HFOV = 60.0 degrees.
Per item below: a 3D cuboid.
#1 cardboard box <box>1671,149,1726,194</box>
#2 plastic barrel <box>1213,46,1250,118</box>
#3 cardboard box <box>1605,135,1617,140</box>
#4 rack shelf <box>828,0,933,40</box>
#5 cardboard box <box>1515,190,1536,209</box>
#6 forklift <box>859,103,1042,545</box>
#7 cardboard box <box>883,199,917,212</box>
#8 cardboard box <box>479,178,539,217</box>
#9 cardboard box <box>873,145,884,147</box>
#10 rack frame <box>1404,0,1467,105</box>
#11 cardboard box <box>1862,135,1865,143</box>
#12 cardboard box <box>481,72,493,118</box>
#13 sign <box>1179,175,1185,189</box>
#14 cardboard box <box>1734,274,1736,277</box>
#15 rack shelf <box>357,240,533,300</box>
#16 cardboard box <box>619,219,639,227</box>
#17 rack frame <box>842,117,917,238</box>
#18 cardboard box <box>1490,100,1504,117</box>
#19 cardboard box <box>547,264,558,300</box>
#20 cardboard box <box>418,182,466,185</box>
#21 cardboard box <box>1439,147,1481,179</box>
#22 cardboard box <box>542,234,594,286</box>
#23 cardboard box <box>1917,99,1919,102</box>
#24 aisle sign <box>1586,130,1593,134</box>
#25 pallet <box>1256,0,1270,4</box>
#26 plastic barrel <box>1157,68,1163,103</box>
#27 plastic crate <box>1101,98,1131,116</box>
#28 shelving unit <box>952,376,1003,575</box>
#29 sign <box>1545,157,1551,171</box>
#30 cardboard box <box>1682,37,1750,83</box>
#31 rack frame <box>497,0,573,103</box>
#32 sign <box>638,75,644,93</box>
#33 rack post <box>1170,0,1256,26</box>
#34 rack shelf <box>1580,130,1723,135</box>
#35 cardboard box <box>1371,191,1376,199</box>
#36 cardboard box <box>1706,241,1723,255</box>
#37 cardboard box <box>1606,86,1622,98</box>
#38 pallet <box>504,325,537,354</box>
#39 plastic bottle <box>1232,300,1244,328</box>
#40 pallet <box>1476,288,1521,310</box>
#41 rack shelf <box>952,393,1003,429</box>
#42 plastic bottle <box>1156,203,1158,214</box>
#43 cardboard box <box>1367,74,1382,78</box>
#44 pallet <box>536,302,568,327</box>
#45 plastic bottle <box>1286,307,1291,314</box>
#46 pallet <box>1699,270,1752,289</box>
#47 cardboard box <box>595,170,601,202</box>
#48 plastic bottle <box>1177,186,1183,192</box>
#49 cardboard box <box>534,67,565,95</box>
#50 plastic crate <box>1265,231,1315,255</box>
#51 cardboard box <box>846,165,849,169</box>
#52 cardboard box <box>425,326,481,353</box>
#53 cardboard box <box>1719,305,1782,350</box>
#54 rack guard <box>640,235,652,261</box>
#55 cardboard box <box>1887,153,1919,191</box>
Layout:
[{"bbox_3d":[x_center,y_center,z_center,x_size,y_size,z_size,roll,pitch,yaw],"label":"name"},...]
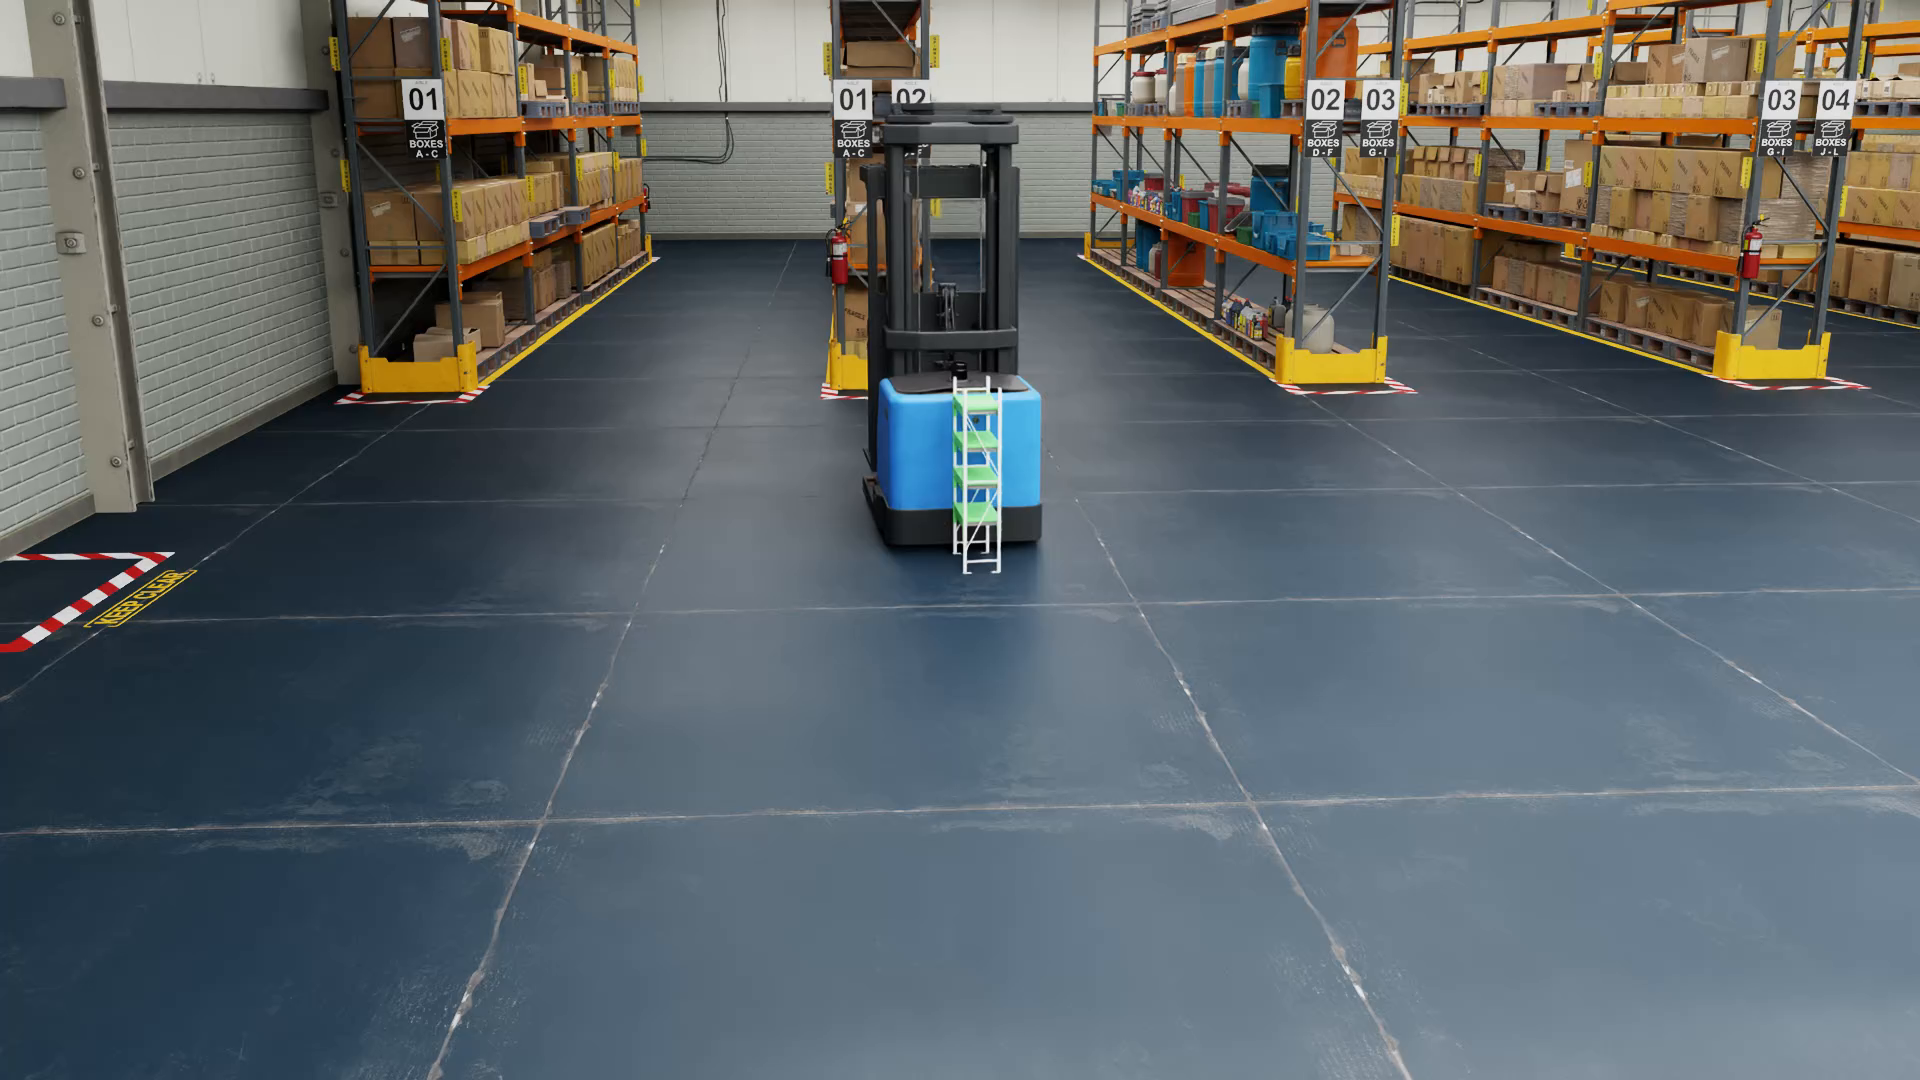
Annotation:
[{"bbox_3d":[8.726,-4.326,19.515,0.500,0.500,0.500,-1,14,-3],"label":"cardboard box"},{"bbox_3d":[3.633,-6.004,21.818,0.600,0.901,0.708,-1,14,-3],"label":"plastic barrel"},{"bbox_3d":[12.848,-7.604,32.256,0.500,0.500,0.500,-1,14,-5],"label":"cardboard box"},{"bbox_3d":[-0.939,-5.976,18.940,1.077,0.370,4.000,-1,14,-3],"label":"rack shelf"},{"bbox_3d":[8.451,-4.967,24.271,0.500,0.250,0.500,-1,14,-5],"label":"cardboard box"},{"bbox_3d":[-0.153,-1.703,12.262,1.130,2.935,3.031,-2,15,-7],"label":"forklift"},{"bbox_3d":[-0.644,-3.645,18.169,0.380,0.149,0.250,-1,14,-5],"label":"cardboard box"},{"bbox_3d":[-6.032,-4.561,22.148,0.700,0.500,0.500,1,14,2],"label":"cardboard box"},{"bbox_3d":[-1.307,-6.754,29.550,0.500,0.500,0.500,-1,14,-2],"label":"cardboard box"},{"bbox_3d":[8.328,-9.157,29.058,1.000,3.000,0.127,-1,14,-3],"label":"rack frame"},{"bbox_3d":[17.783,-7.831,32.434,0.380,0.149,0.250,-1,14,-3],"label":"cardboard box"},{"bbox_3d":[-5.619,-5.032,18.804,0.500,0.500,0.500,0,14,0],"label":"cardboard box"},{"bbox_3d":[3.934,-6.318,29.505,0.100,0.325,0.005,-1,14,-3],"label":"sign"},{"bbox_3d":[13.203,-4.590,27.520,0.500,0.500,0.500,0,14,-1],"label":"cardboard box"},{"bbox_3d":[-5.883,-3.187,19.337,1.077,0.370,4.000,-1,14,-3],"label":"rack shelf"},{"bbox_3d":[-6.418,-6.123,32.175,0.380,0.149,0.250,-1,14,-4],"label":"cardboard box"},{"bbox_3d":[-1.063,-4.110,21.482,1.000,3.000,0.127,-1,14,-3],"label":"rack frame"},{"bbox_3d":[8.351,-6.516,25.114,0.500,0.250,0.500,-1,14,-2],"label":"cardboard box"},{"bbox_3d":[-6.243,-3.722,24.106,0.700,0.500,0.500,-1,14,-4],"label":"cardboard box"},{"bbox_3d":[-6.133,-3.960,19.655,0.500,0.500,0.500,0,14,-2],"label":"cardboard box"},{"bbox_3d":[8.461,-6.302,27.787,0.797,0.503,0.637,0,14,-2],"label":"cardboard box"},{"bbox_3d":[-6.170,-4.375,25.981,0.750,0.750,0.750,-1,14,-4],"label":"cardboard box"},{"bbox_3d":[17.860,-8.198,30.576,0.396,0.266,0.258,0,14,-2],"label":"cardboard box"},{"bbox_3d":[12.733,-8.571,33.600,0.394,0.787,0.004,-1,14,-3],"label":"aisle sign"},{"bbox_3d":[4.038,-6.297,19.124,1.003,0.211,1.213,-1,14,-3],"label":"pallet"},{"bbox_3d":[3.644,-7.699,28.189,0.600,0.588,0.600,0,14,0],"label":"plastic barrel"},{"bbox_3d":[2.958,-8.209,31.515,0.504,0.338,0.767,-1,14,-3],"label":"plastic crate"},{"bbox_3d":[0.109,-0.426,10.773,0.258,1.200,0.503,-2,15,-7],"label":"shelving unit"},{"bbox_3d":[9.117,-5.790,25.846,0.100,0.325,0.005,-1,14,-3],"label":"sign"},{"bbox_3d":[8.723,-5.536,19.204,0.500,0.500,0.500,-1,14,-3],"label":"cardboard box"},{"bbox_3d":[-6.255,-7.933,24.300,1.000,3.000,0.127,-1,14,-3],"label":"rack frame"},{"bbox_3d":[-6.208,-8.865,32.325,0.100,0.325,0.005,-1,14,-3],"label":"sign"},{"bbox_3d":[3.673,-7.676,22.901,1.013,1.000,3.121,-1,14,-3],"label":"rack post"},{"bbox_3d":[13.161,-7.905,31.654,1.077,0.370,4.000,-1,14,-3],"label":"rack shelf"},{"bbox_3d":[7.918,-6.457,31.106,0.380,0.149,0.250,-1,14,-2],"label":"cardboard box"},{"bbox_3d":[8.766,-3.337,18.981,0.380,0.149,0.250,-1,14,-3],"label":"cardboard box"},{"bbox_3d":[8.537,-5.750,21.335,0.380,0.149,0.250,-1,14,-5],"label":"cardboard box"},{"bbox_3d":[-5.930,-2.516,20.881,1.003,0.211,1.213,-1,14,-3],"label":"pallet"},{"bbox_3d":[3.528,-2.862,21.063,0.144,0.351,0.185,-1,15,-6],"label":"plastic bottle"},{"bbox_3d":[8.623,-3.712,25.531,1.003,0.211,1.213,-1,14,-3],"label":"pallet"},{"bbox_3d":[0.109,-0.829,10.669,0.258,0.148,0.480,-2,15,-7],"label":"rack shelf"},{"bbox_3d":[3.173,-5.289,26.462,0.097,0.201,0.097,0,14,0],"label":"plastic bottle"},{"bbox_3d":[8.161,-8.601,31.673,0.700,0.500,0.500,-2,15,-7],"label":"cardboard box"},{"bbox_3d":[-6.136,-3.180,23.463,1.003,0.211,1.213,-1,14,-3],"label":"pallet"},{"bbox_3d":[4.139,-2.792,20.925,0.061,0.283,0.133,-1,14,-3],"label":"plastic bottle"},{"bbox_3d":[13.414,-4.455,28.418,1.003,0.211,1.213,-1,14,-3],"label":"pallet"},{"bbox_3d":[-6.123,-5.738,26.969,0.500,0.500,0.500,0,14,-2],"label":"cardboard box"},{"bbox_3d":[3.780,-5.882,28.467,0.144,0.351,0.185,-1,14,-3],"label":"plastic bottle"},{"bbox_3d":[-6.342,-6.859,25.063,0.700,0.500,0.500,-2,15,-8],"label":"cardboard box"},{"bbox_3d":[3.764,-3.400,19.021,0.499,0.251,0.408,-1,14,-3],"label":"plastic crate"},{"bbox_3d":[-1.647,-6.060,28.017,0.700,0.500,0.500,1,14,5],"label":"cardboard box"},{"bbox_3d":[-5.748,-2.264,18.820,0.500,0.311,0.500,0,14,1],"label":"cardboard box"},{"bbox_3d":[9.050,-2.416,19.070,0.500,0.500,0.500,2,15,7],"label":"cardboard box"},{"bbox_3d":[-6.752,-5.813,33.115,1.175,0.500,0.348,-1,14,-3],"label":"rack guard"},{"bbox_3d":[13.679,-5.223,23.600,0.700,0.500,0.500,-1,14,-3],"label":"cardboard box"}]
